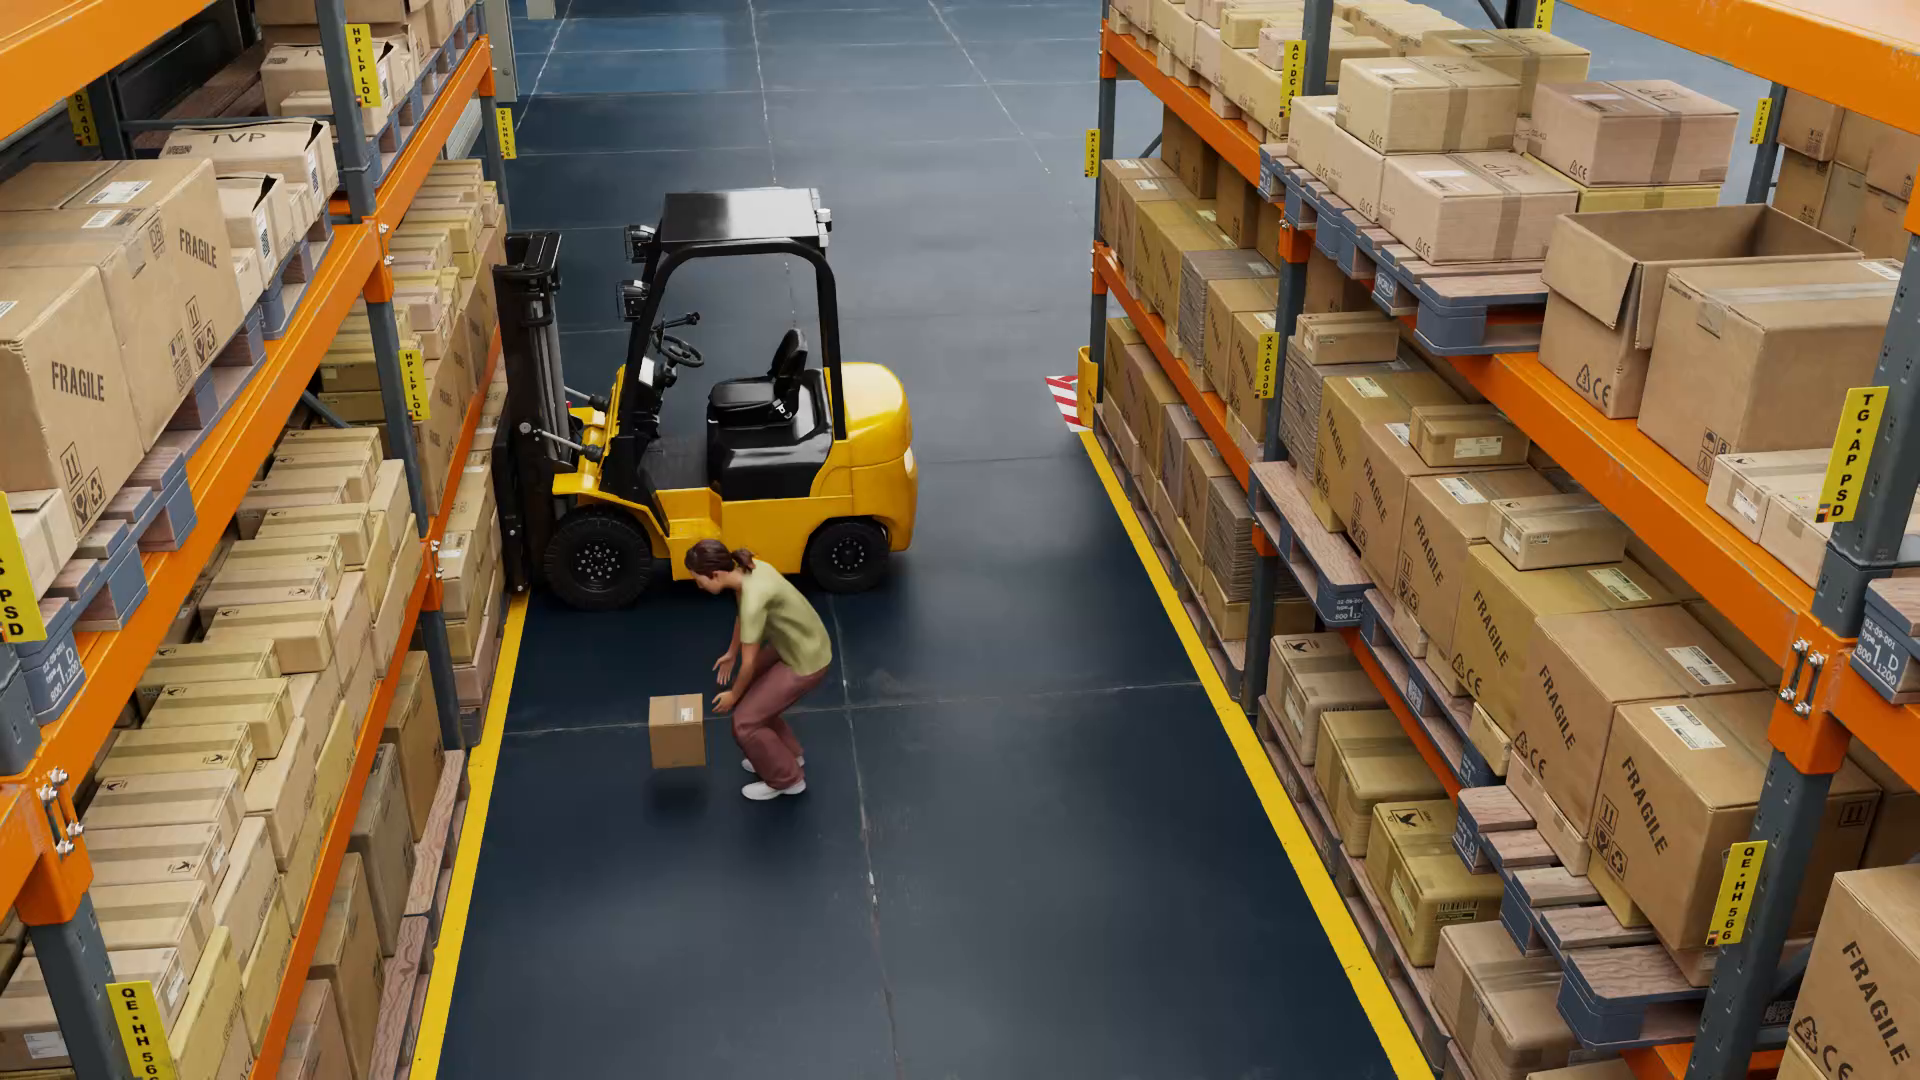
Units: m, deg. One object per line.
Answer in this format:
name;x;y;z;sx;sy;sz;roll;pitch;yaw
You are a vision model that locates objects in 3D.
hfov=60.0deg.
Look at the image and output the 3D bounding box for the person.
person;-0.926;0.590;7.821;0.647;1.363;0.511;-4;27;-7
